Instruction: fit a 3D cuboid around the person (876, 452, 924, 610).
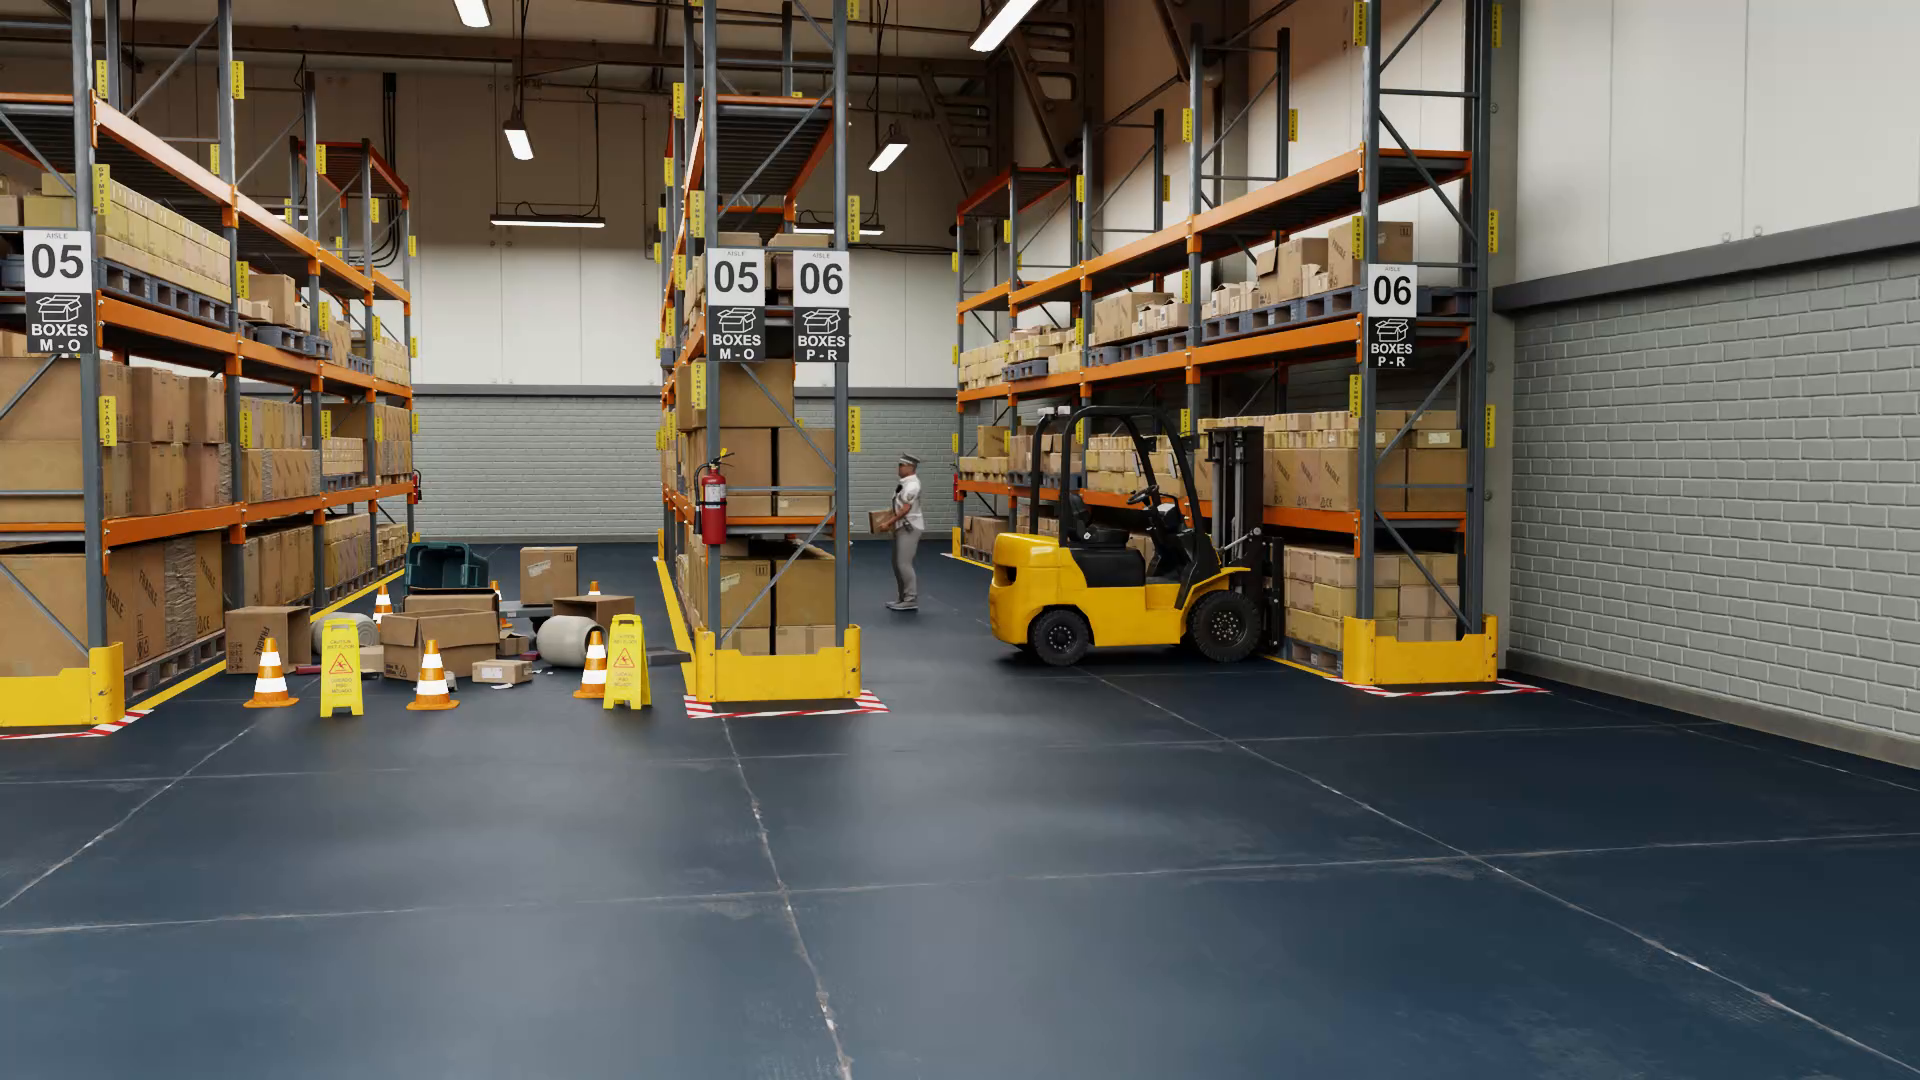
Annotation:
[{"bbox_3d":[-0.689,-0.105,18.790,0.557,1.774,0.514,-1,3,-12],"label":"person"}]
